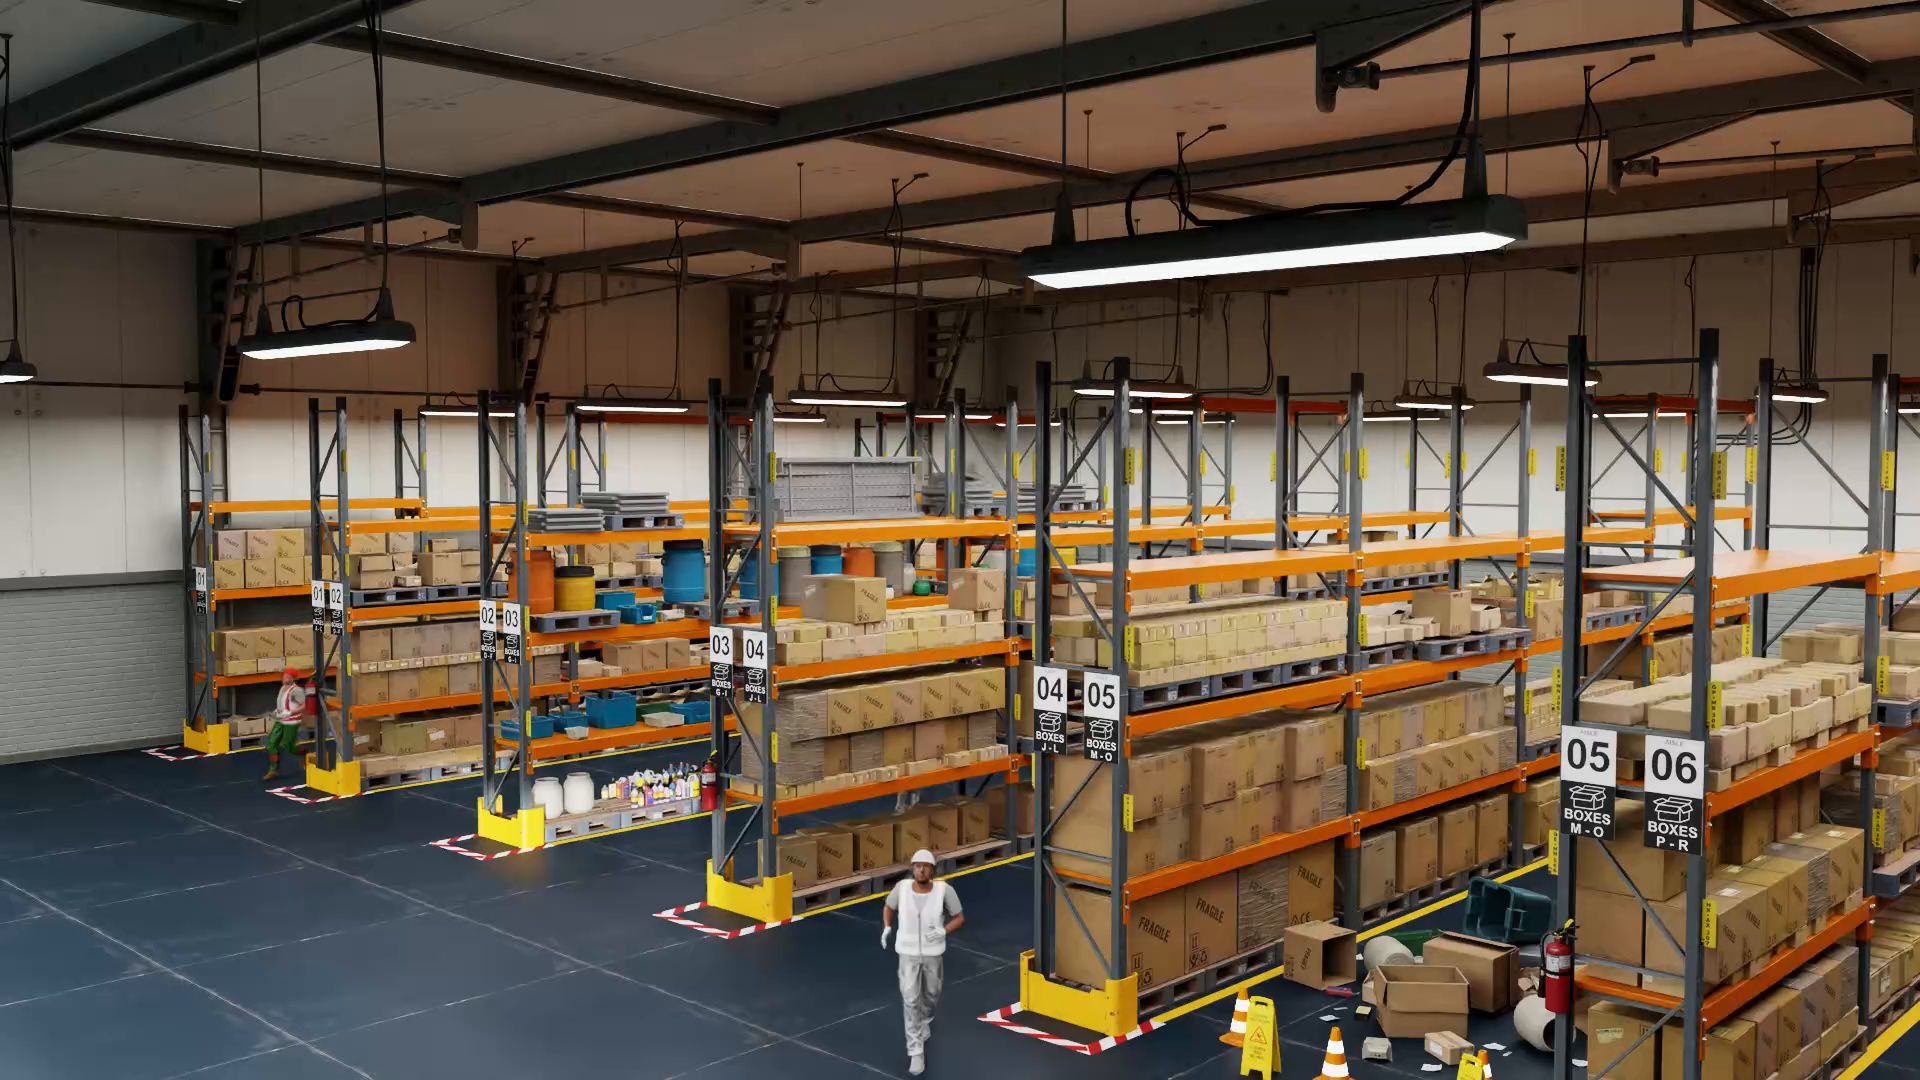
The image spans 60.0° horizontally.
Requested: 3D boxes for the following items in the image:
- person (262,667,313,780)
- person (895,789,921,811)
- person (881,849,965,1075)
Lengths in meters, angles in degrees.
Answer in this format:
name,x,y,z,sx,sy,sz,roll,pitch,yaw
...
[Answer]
name,x,y,z,sx,sy,sz,roll,pitch,yaw
person,-10.648,2.906,26.485,0.701,1.782,0.874,2,4,34
person,-0.760,3.085,23.644,0.620,1.691,0.832,2,3,30
person,-0.316,3.542,14.208,0.717,1.796,0.883,0,3,-3
